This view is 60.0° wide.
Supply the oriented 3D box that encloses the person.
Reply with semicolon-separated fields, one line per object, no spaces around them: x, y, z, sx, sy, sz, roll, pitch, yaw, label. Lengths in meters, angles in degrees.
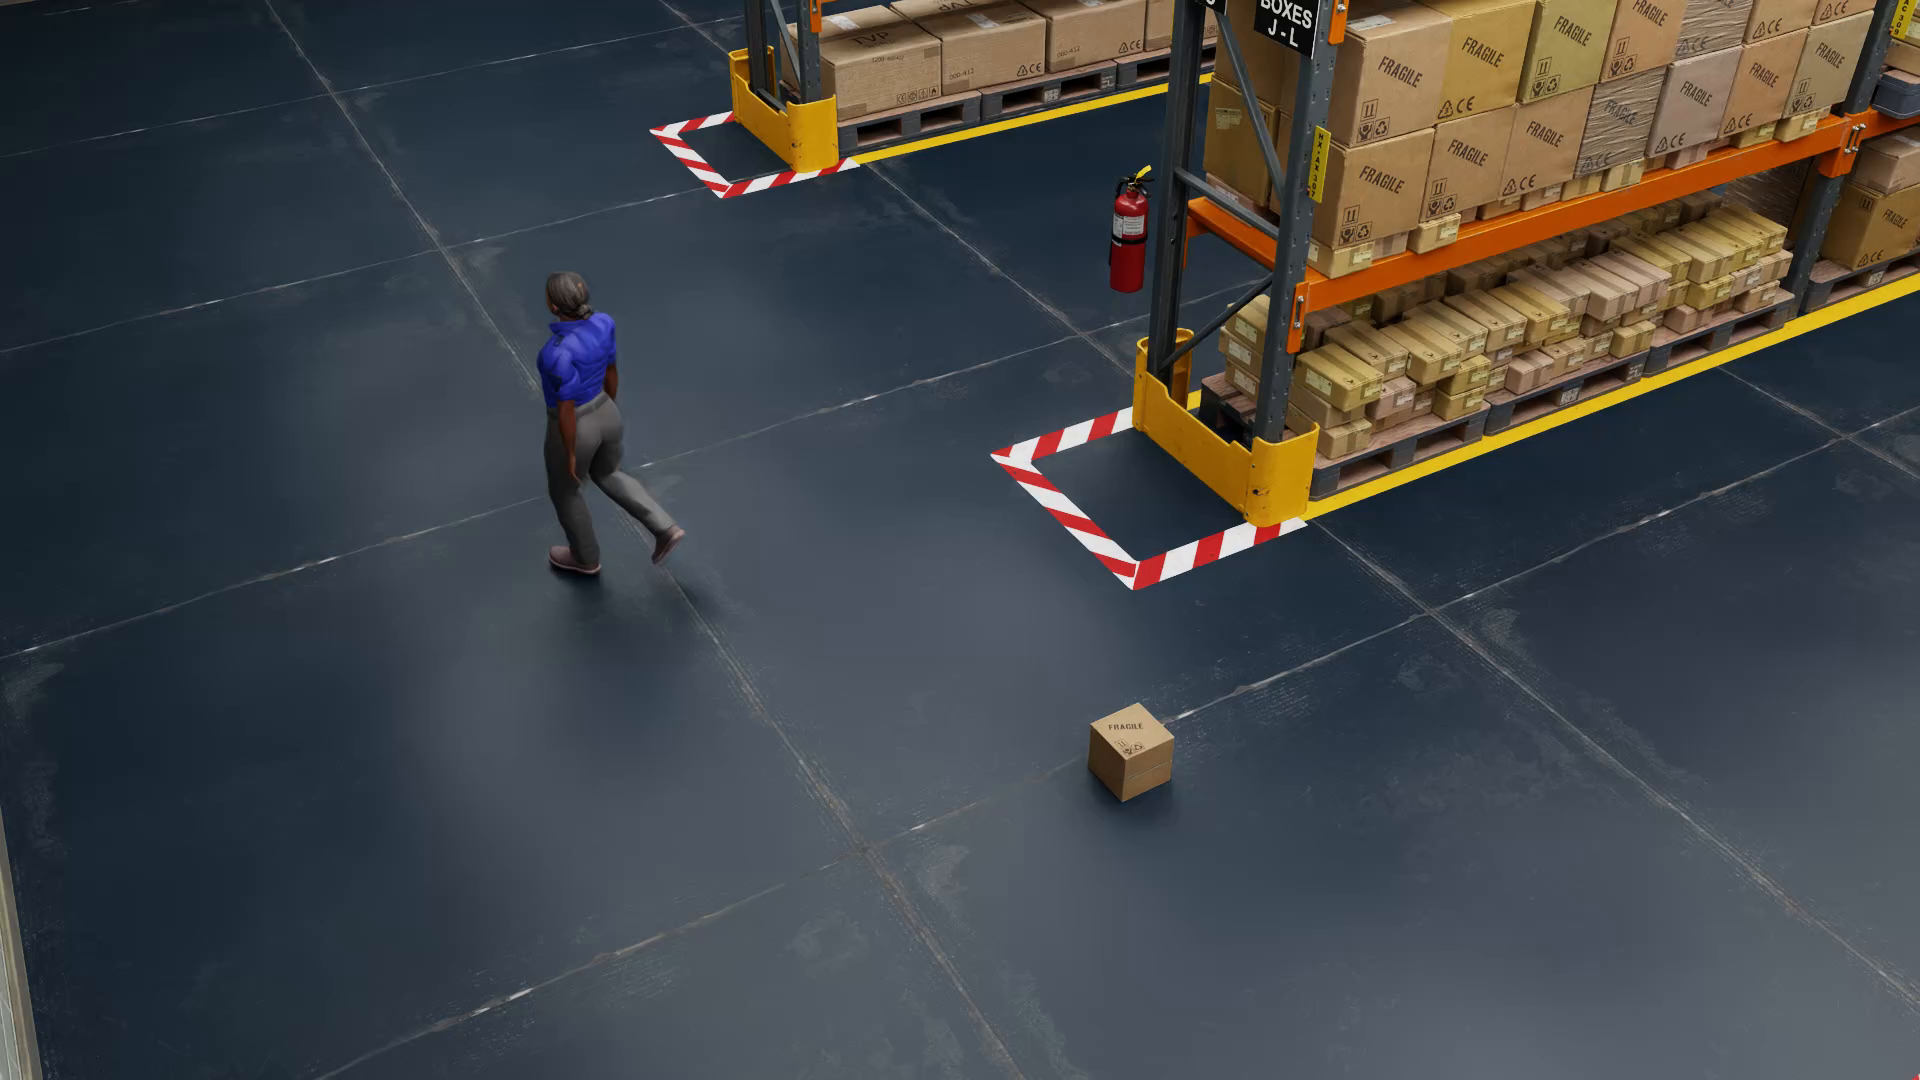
-1.668;-0.502;7.575;0.708;1.631;0.445;19;41;23;person
